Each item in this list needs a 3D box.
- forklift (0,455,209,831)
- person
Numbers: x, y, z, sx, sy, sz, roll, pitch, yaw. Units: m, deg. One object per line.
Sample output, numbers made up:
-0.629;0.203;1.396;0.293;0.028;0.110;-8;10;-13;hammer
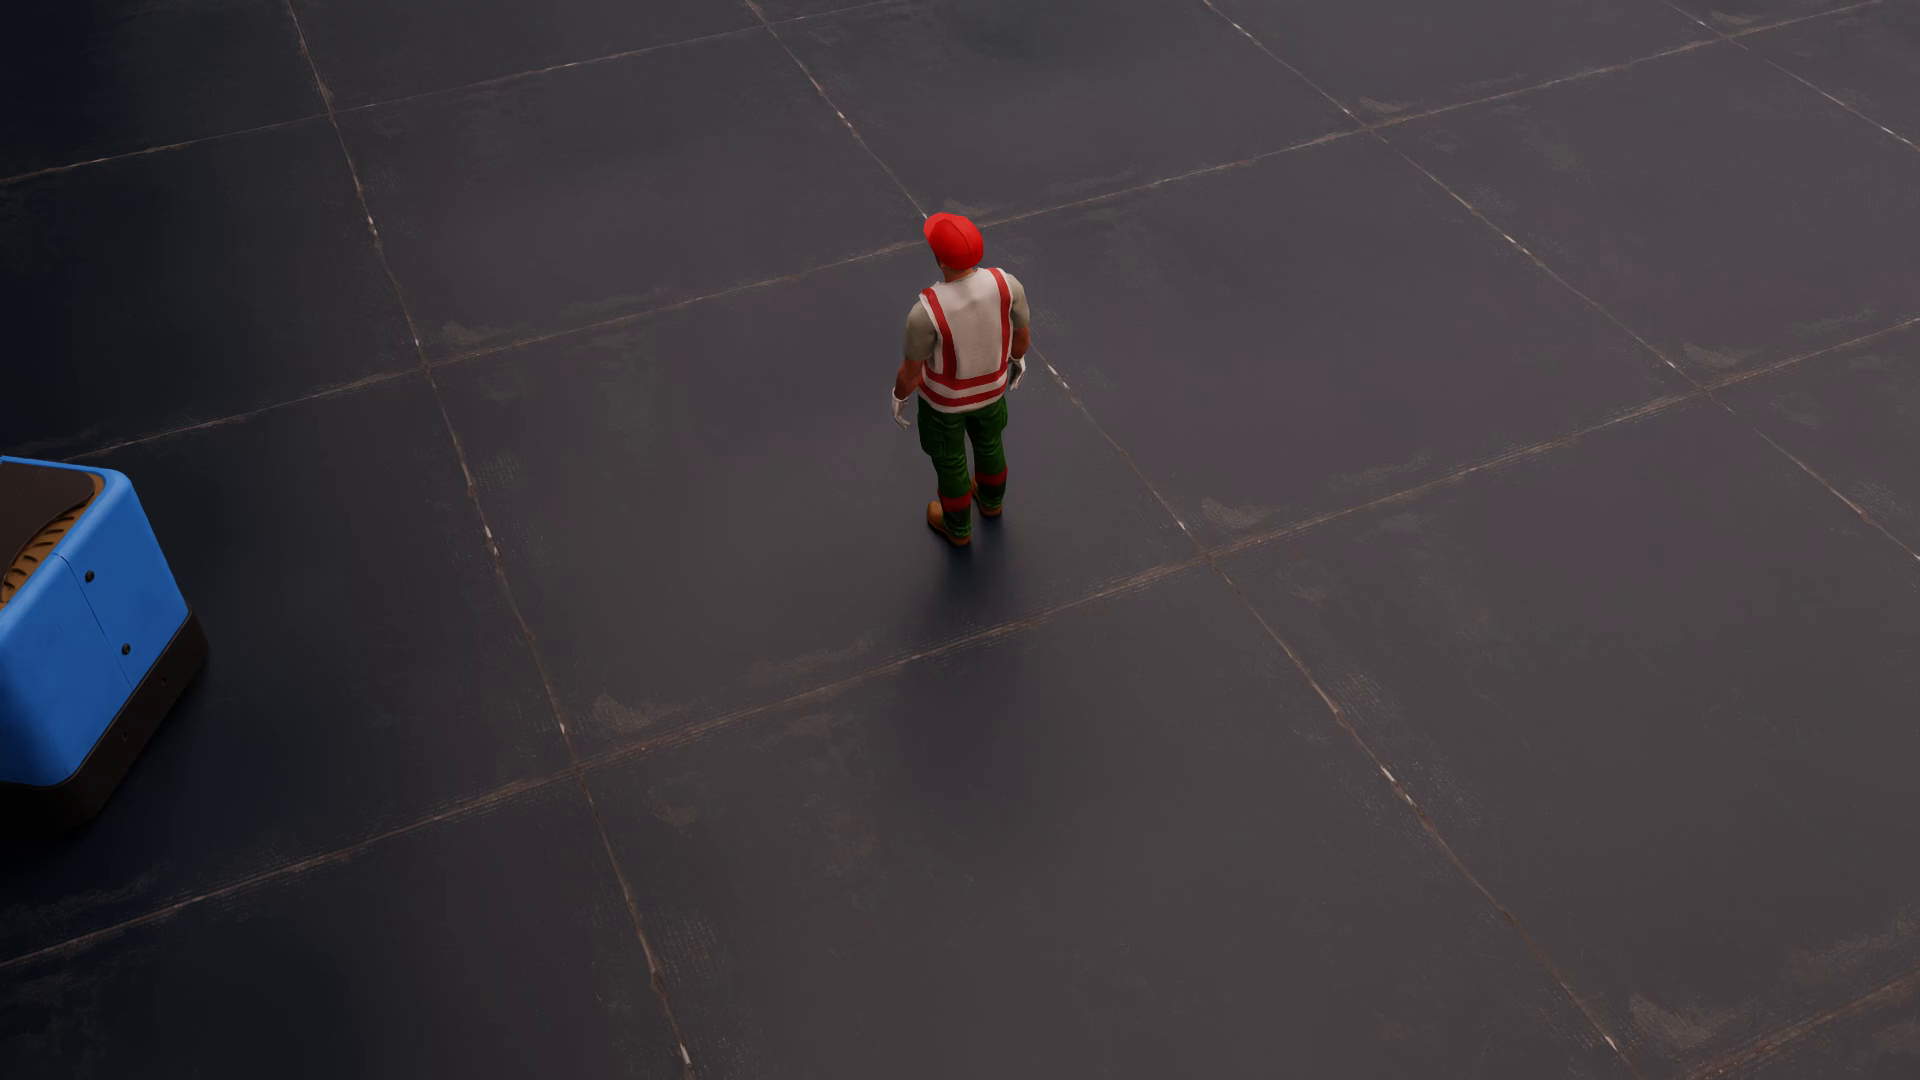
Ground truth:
-4.819;-0.413;6.122;3.031;2.935;1.130;7;43;7;forklift
-0.022;-0.713;7.270;0.637;1.787;0.564;-18;46;-18;person
